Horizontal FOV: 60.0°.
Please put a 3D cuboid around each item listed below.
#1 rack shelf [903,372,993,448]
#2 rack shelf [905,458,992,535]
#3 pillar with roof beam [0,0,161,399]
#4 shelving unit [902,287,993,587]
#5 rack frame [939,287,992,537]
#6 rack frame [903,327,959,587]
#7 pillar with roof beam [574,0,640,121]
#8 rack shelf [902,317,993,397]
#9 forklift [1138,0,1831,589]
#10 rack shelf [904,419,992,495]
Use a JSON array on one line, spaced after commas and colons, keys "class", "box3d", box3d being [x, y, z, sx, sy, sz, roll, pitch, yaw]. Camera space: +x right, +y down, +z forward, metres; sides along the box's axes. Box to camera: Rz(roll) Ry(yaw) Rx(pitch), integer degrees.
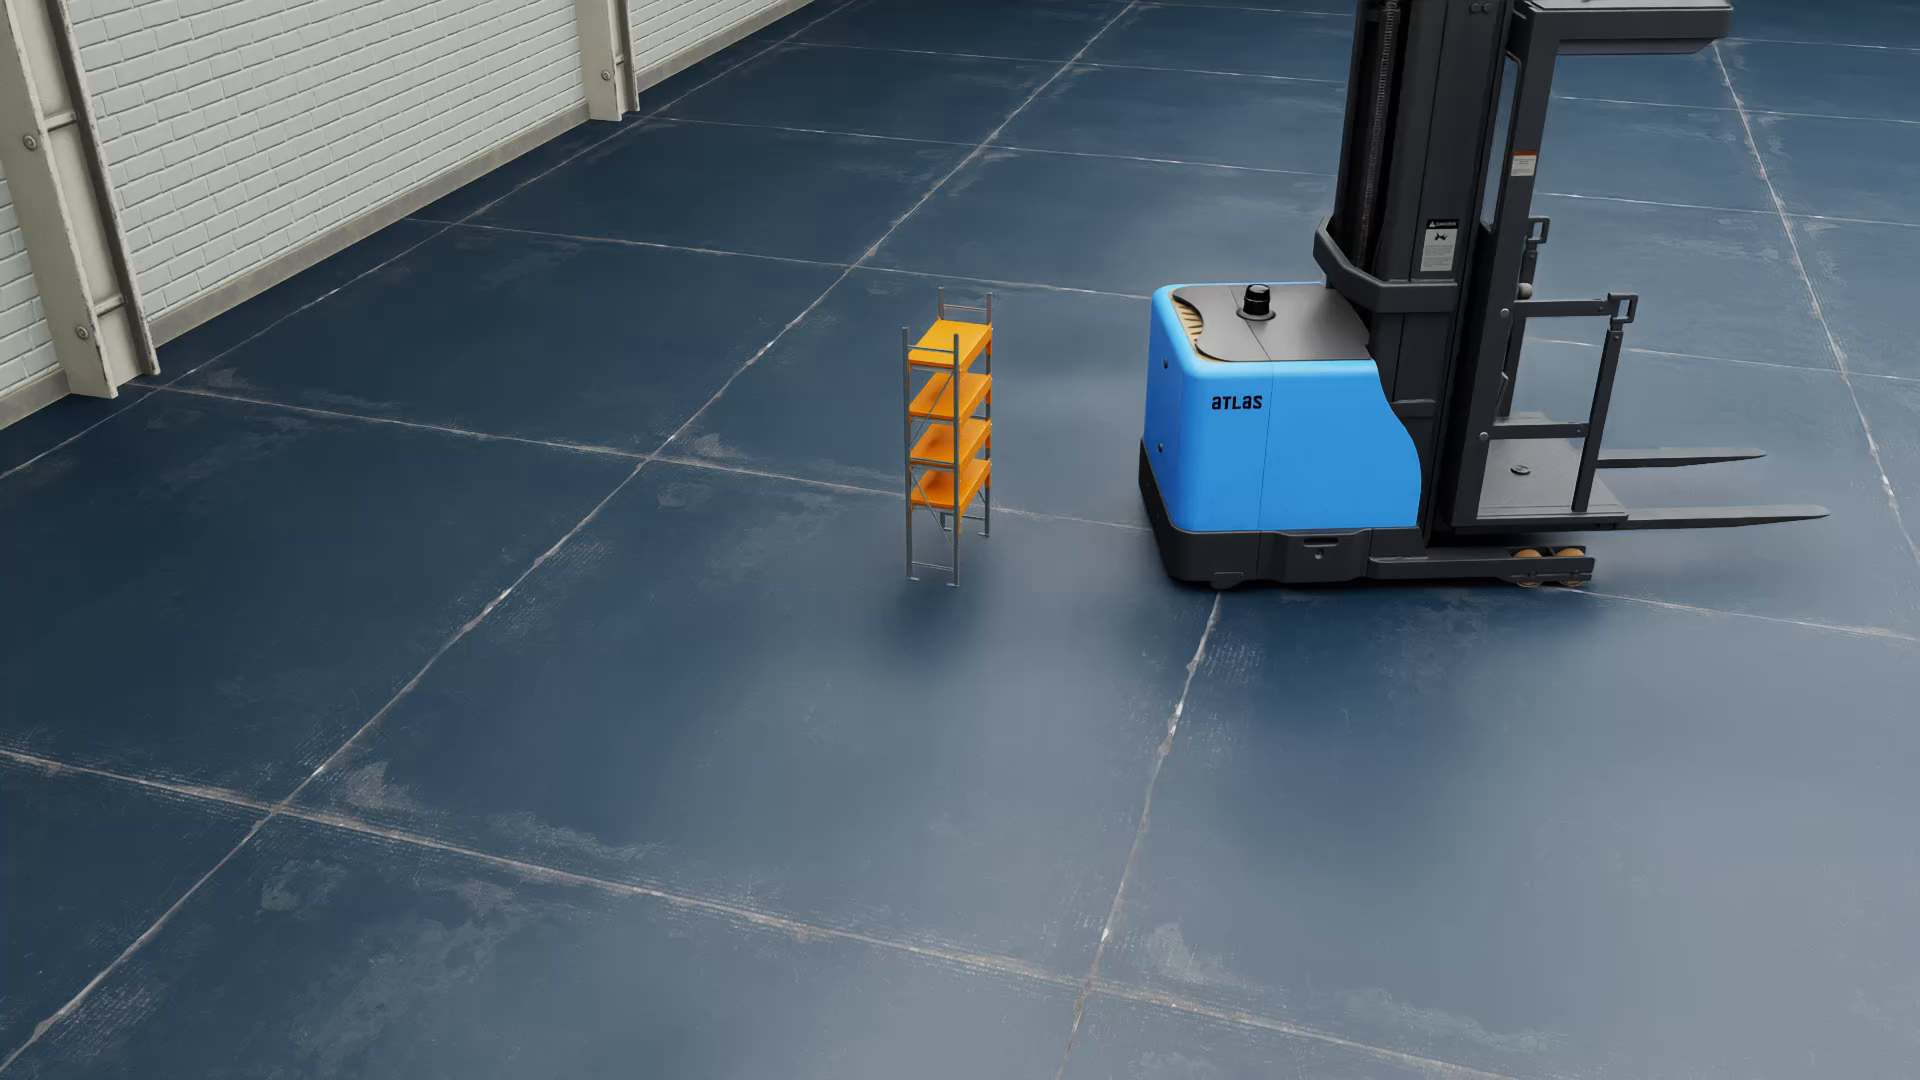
[{"class": "rack shelf", "box3d": [-0.049, -0.584, 7.244, 0.258, 0.148, 0.480, 8, 30, 15]}, {"class": "rack shelf", "box3d": [-0.049, -0.215, 7.449, 0.258, 0.148, 0.480, 8, 30, 15]}, {"class": "pillar with roof beam", "box3d": [-0.639, -4.209, 6.059, 9.100, 9.000, 0.400, 8, 30, 15]}, {"class": "shelving unit", "box3d": [-0.049, -0.447, 7.320, 0.258, 1.200, 0.503, 8, 30, 15]}, {"class": "rack frame", "box3d": [0.023, -0.561, 7.524, 0.240, 1.200, 0.015, 8, 30, 15]}, {"class": "rack frame", "box3d": [-0.120, -0.334, 7.116, 0.240, 1.200, 0.015, 8, 30, 15]}, {"class": "pillar with roof beam", "box3d": [1.122, -6.997, 11.071, 9.100, 9.000, 0.400, 8, 30, 15]}, {"class": "rack shelf", "box3d": [-0.049, -0.791, 7.129, 0.258, 0.148, 0.480, 8, 30, 15]}, {"class": "forklift", "box3d": [2.404, -1.327, 7.120, 3.031, 2.935, 1.130, -1, 29, -3]}, {"class": "rack shelf", "box3d": [-0.049, -0.389, 7.353, 0.258, 0.148, 0.480, 8, 30, 15]}]
